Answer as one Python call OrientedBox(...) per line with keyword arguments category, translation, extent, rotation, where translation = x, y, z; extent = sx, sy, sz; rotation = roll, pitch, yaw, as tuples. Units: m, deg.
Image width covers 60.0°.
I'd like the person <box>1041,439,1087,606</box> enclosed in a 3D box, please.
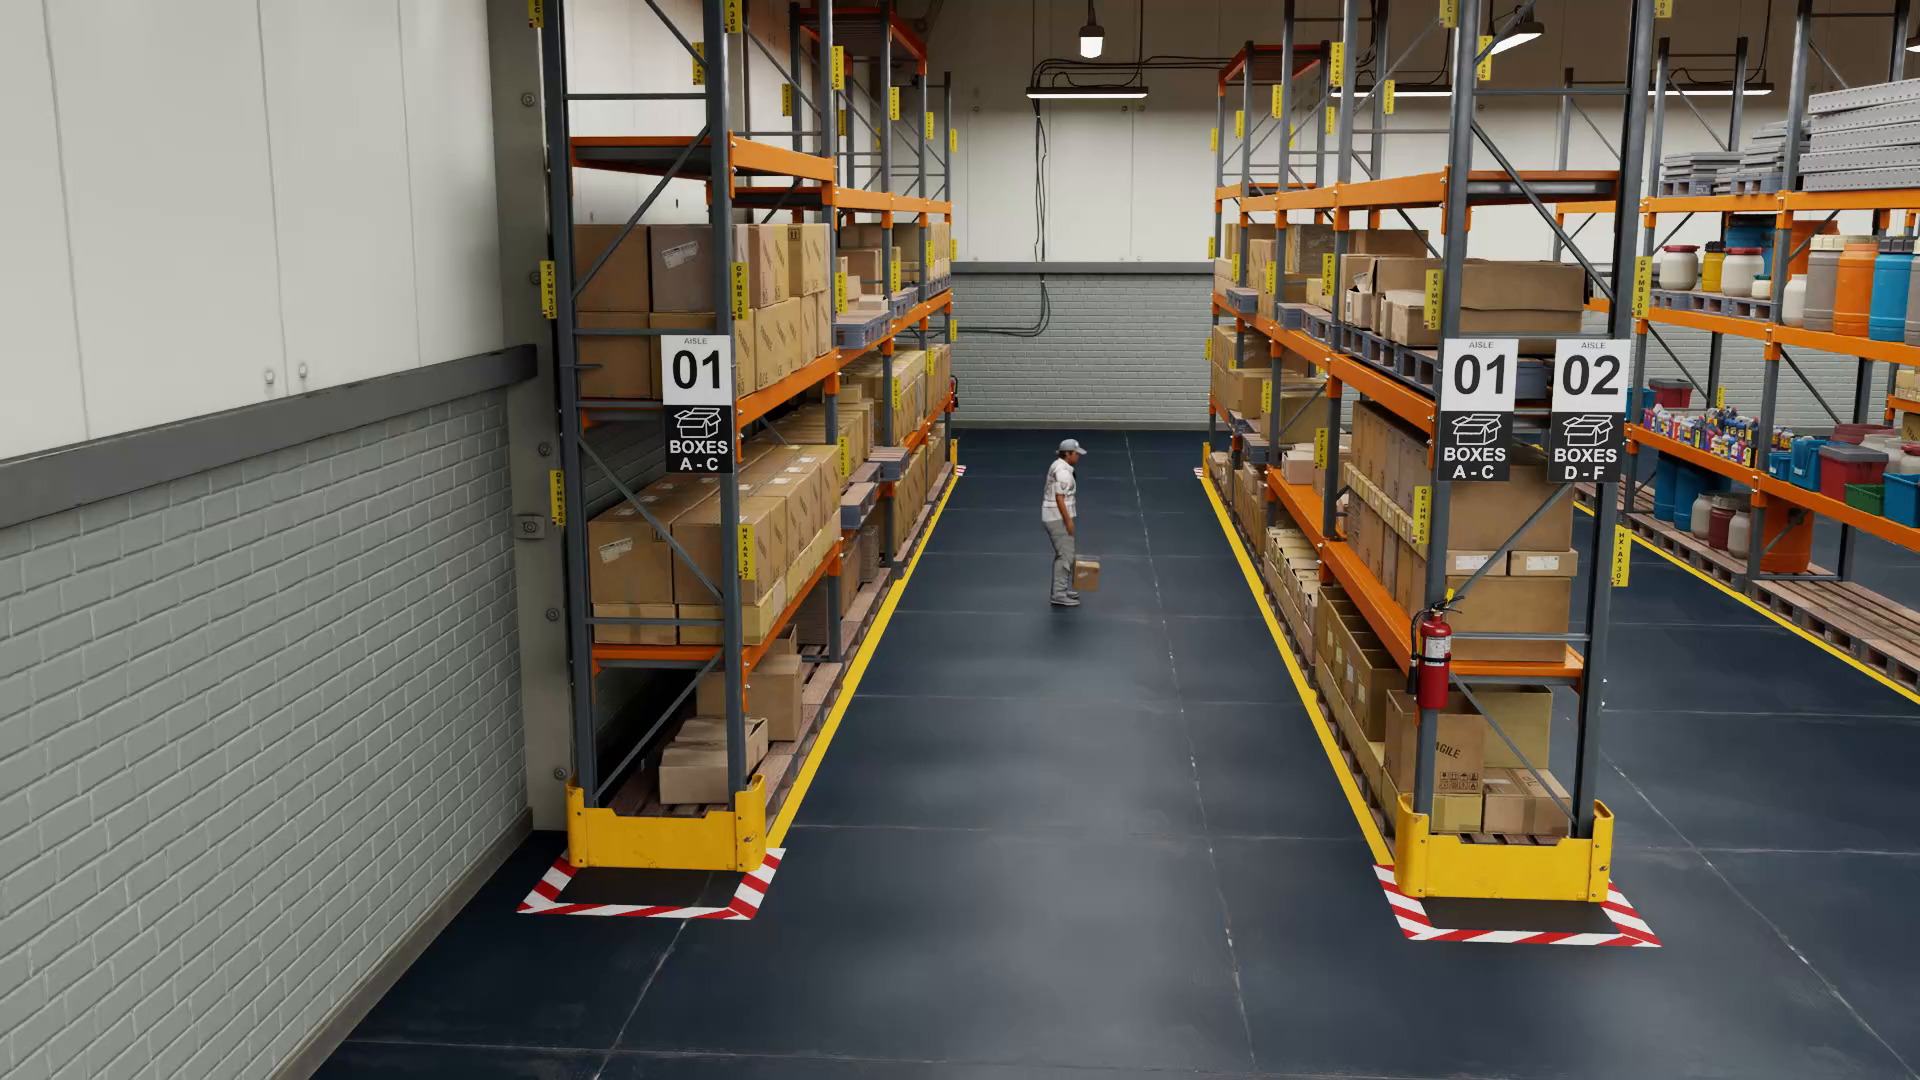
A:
OrientedBox(category="person", translation=(1.057, -0.197, 16.933), extent=(0.454, 1.668, 0.533), rotation=(0, 11, 2))
